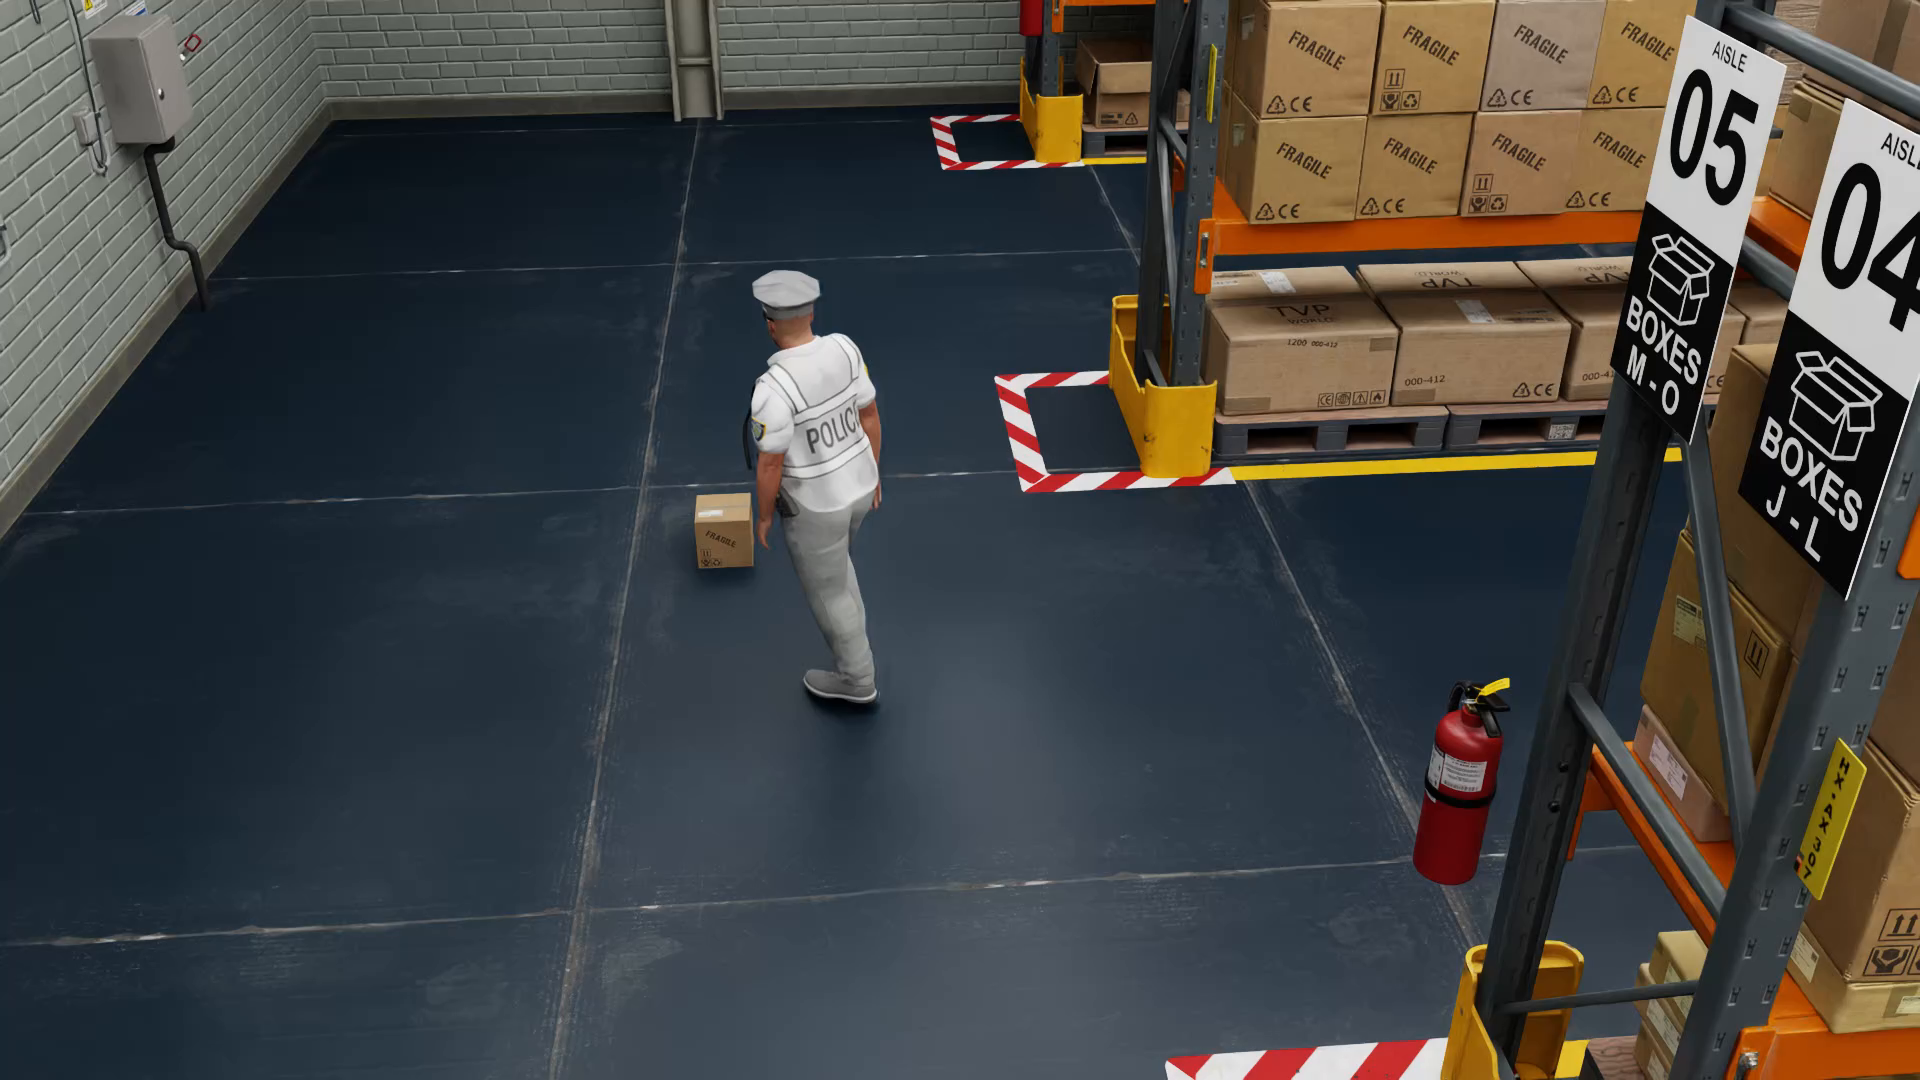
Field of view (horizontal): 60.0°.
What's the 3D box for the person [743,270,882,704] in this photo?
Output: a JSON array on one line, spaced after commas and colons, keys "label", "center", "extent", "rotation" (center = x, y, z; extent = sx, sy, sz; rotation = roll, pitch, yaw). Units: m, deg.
[{"label": "person", "center": [-0.522, -0.155, 6.394], "extent": [0.477, 1.779, 0.584], "rotation": [18, 35, 27]}]
